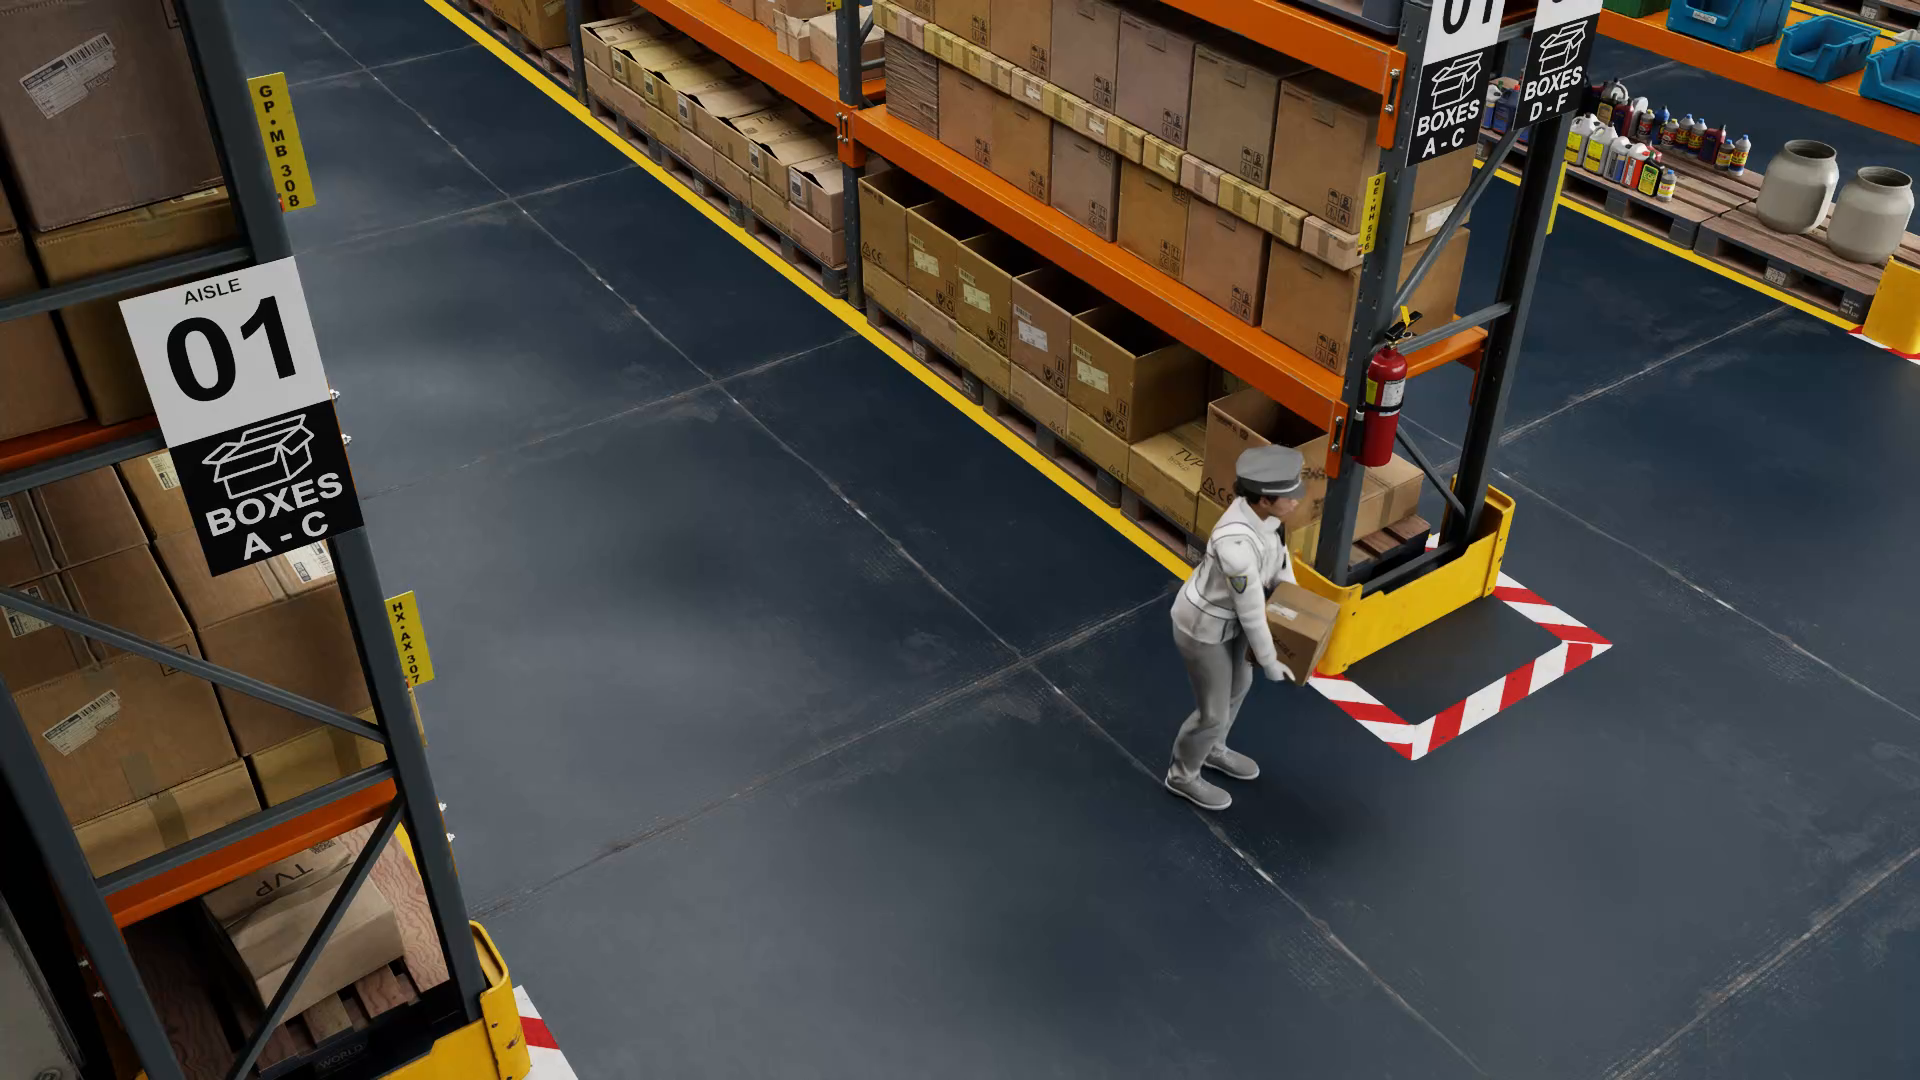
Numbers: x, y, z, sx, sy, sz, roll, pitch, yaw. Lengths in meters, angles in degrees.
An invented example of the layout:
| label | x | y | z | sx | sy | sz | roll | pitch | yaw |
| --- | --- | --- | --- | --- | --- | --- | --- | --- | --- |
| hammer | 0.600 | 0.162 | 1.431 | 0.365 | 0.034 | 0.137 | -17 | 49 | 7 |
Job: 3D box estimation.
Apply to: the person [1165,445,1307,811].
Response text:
| label | x | y | z | sx | sy | sz | roll | pitch | yaw |
| --- | --- | --- | --- | --- | --- | --- | --- | --- | --- |
| person | 1.115 | 0.356 | 6.542 | 0.561 | 1.647 | 0.418 | 15 | 39 | 19 |
